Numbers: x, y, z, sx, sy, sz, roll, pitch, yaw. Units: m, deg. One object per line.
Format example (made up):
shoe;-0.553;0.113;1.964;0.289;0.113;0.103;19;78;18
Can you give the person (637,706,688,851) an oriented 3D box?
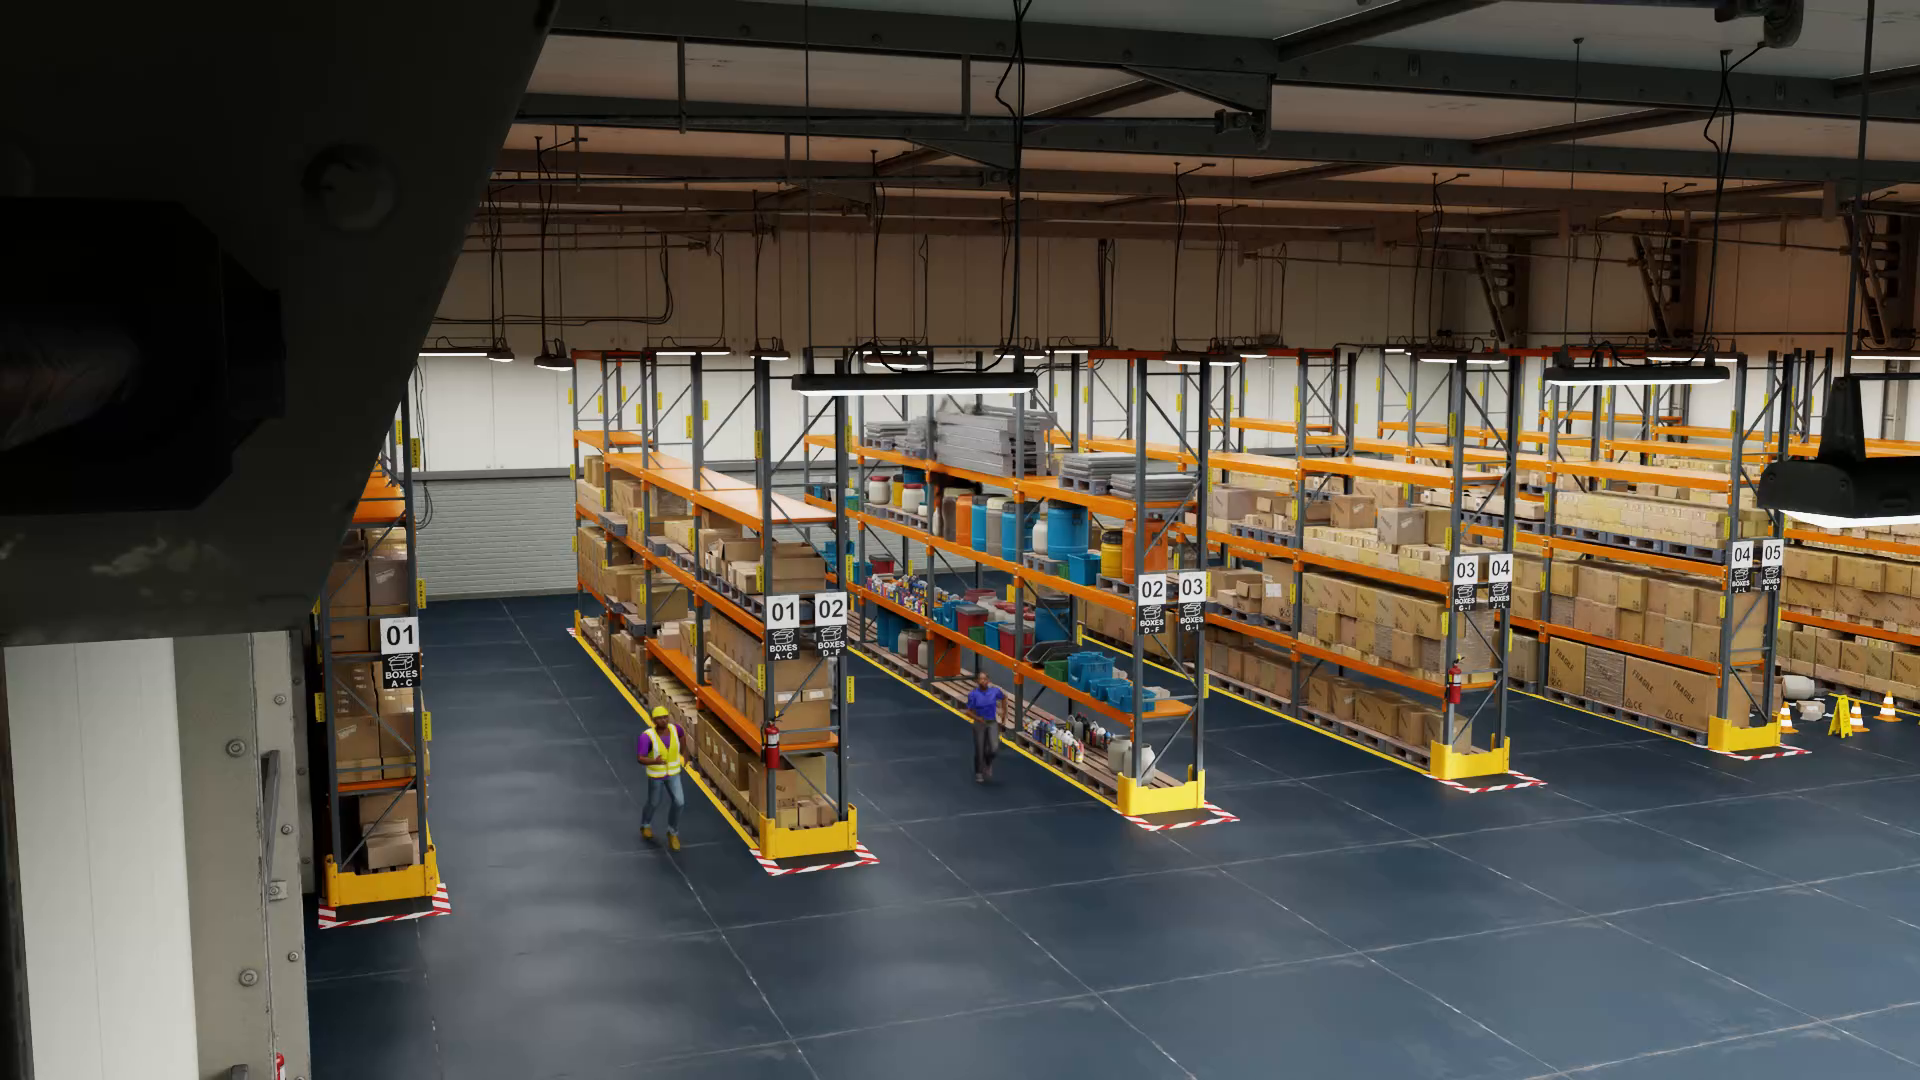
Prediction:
person;-3.659;2.915;20.531;0.710;1.800;0.894;-4;8;-28

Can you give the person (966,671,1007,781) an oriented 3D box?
person;0.379;2.633;23.345;0.595;1.612;0.742;-1;7;-4

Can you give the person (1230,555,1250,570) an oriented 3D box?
person;7.025;0.240;41.910;0.558;1.657;0.733;-2;8;-19

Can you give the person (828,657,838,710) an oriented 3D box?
person;-2.112;2.048;27.890;0.589;1.641;0.528;-3;8;-24
